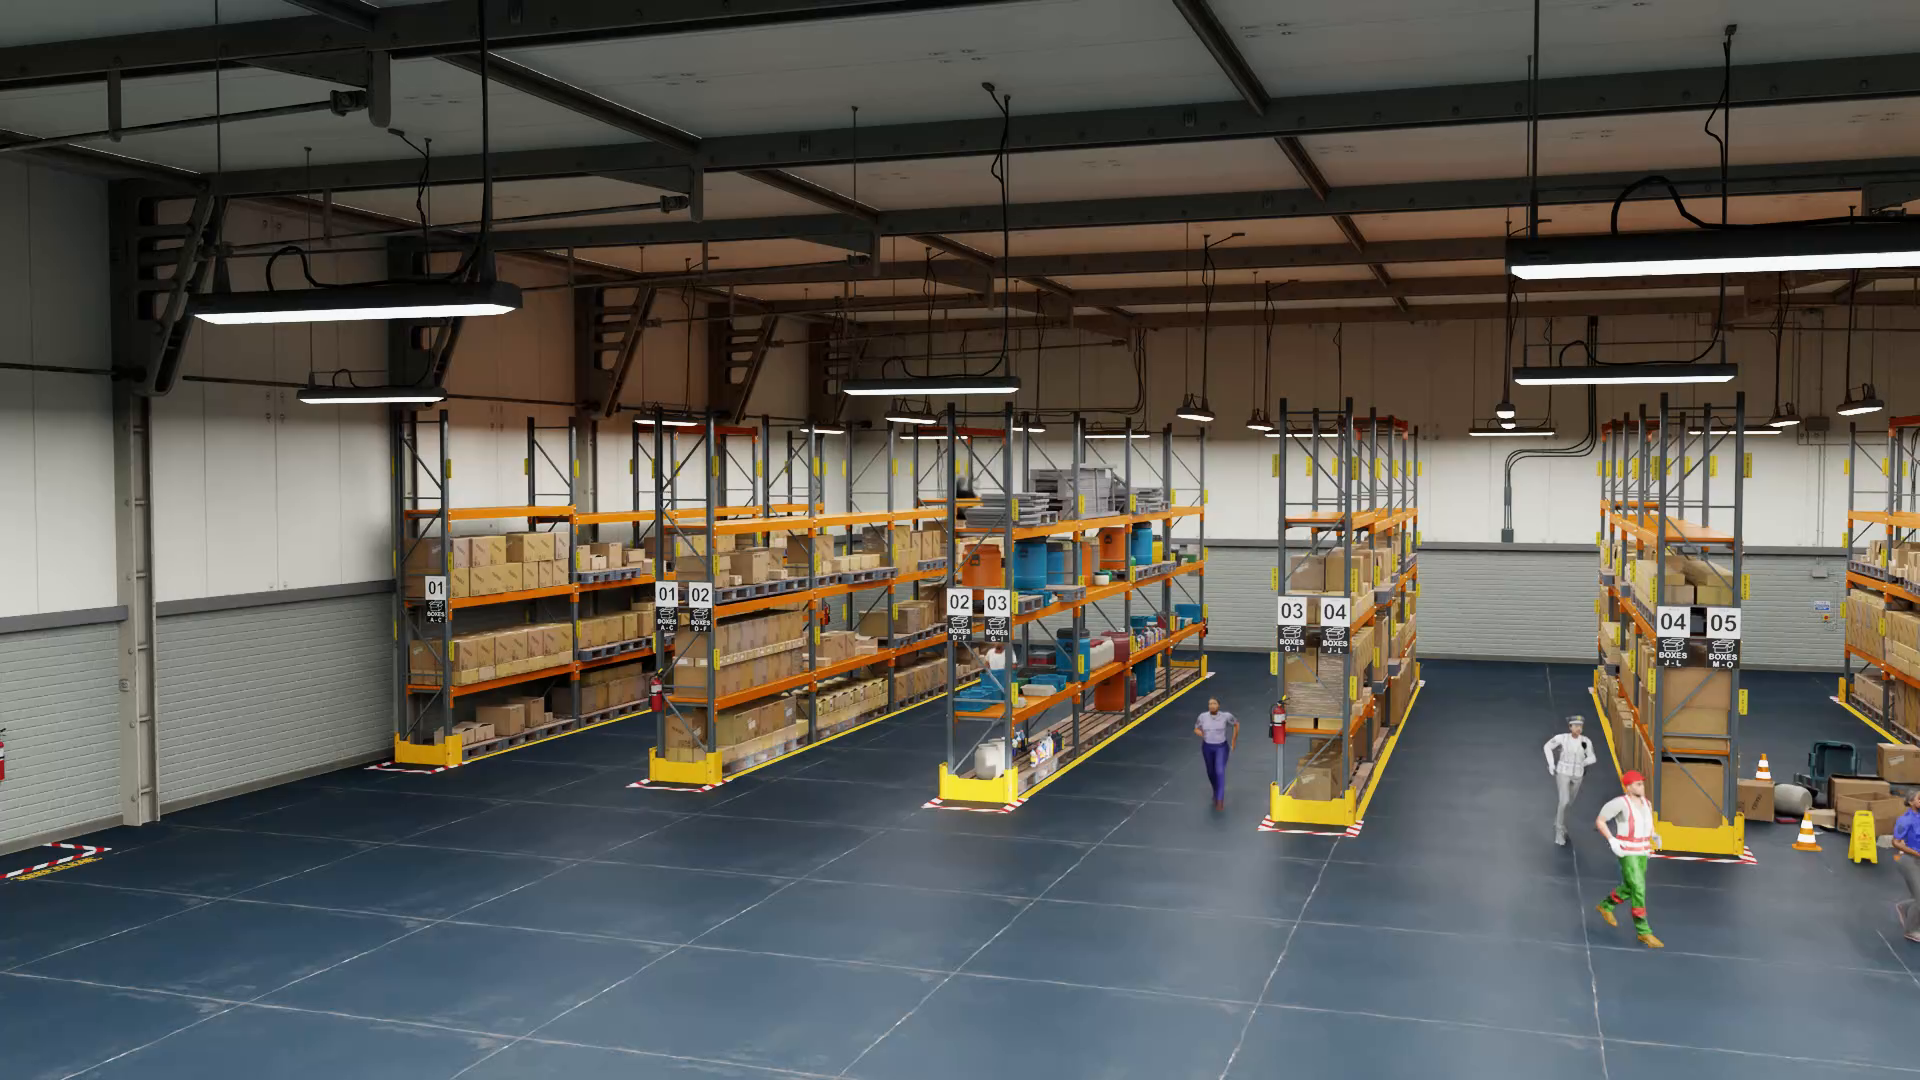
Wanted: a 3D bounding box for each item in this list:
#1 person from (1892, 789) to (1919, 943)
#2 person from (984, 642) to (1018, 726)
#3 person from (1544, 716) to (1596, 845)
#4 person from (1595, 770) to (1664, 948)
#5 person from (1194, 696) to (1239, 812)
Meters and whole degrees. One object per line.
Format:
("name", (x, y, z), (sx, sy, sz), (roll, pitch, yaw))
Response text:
("person", (10.140, 3.439, 17.609), (0.572, 1.606, 0.578), (-1, 3, -26))
("person", (0.770, 2.733, 32.534), (0.703, 1.757, 0.785), (1, 3, 20))
("person", (8.247, 3.201, 22.454), (0.621, 1.708, 0.754), (0, 2, 1))
("person", (7.137, 3.344, 17.703), (0.656, 1.799, 0.912), (-1, 3, -28))
("person", (3.791, 3.144, 24.640), (0.620, 1.684, 0.795), (1, 3, 24))
